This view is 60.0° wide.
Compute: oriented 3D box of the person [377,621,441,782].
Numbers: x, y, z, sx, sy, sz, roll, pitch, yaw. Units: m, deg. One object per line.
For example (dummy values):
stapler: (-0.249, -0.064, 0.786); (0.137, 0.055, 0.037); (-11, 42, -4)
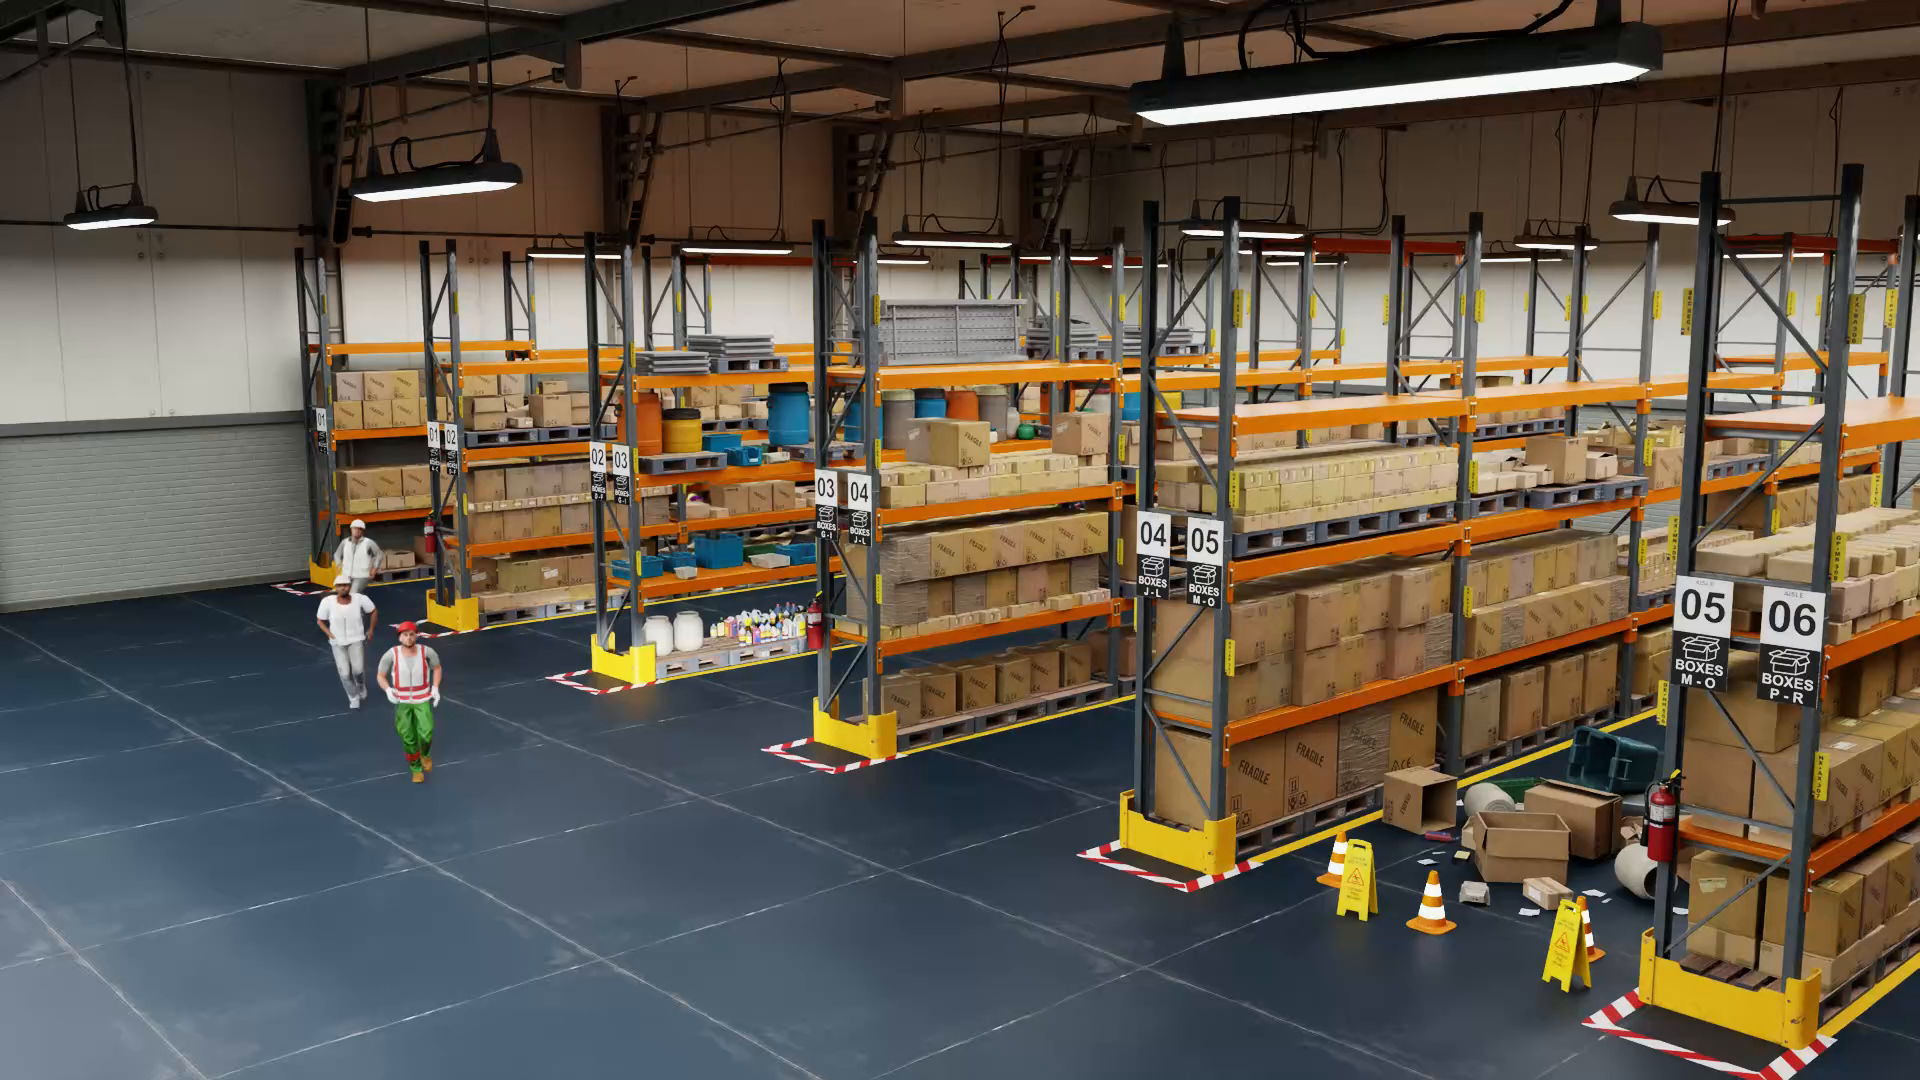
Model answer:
person: (-5.847, 1.718, 17.695); (0.659, 1.743, 0.590); (-3, 9, -18)

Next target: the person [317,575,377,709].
person: (-7.656, 1.279, 20.783); (0.705, 1.716, 0.557); (-2, 9, -15)

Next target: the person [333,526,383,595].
person: (-9.346, 0.573, 25.758); (0.710, 1.689, 0.622); (0, 8, 3)

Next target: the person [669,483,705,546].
person: (-5.077, -0.290, 31.354); (0.685, 1.744, 0.899); (8, 11, 42)
